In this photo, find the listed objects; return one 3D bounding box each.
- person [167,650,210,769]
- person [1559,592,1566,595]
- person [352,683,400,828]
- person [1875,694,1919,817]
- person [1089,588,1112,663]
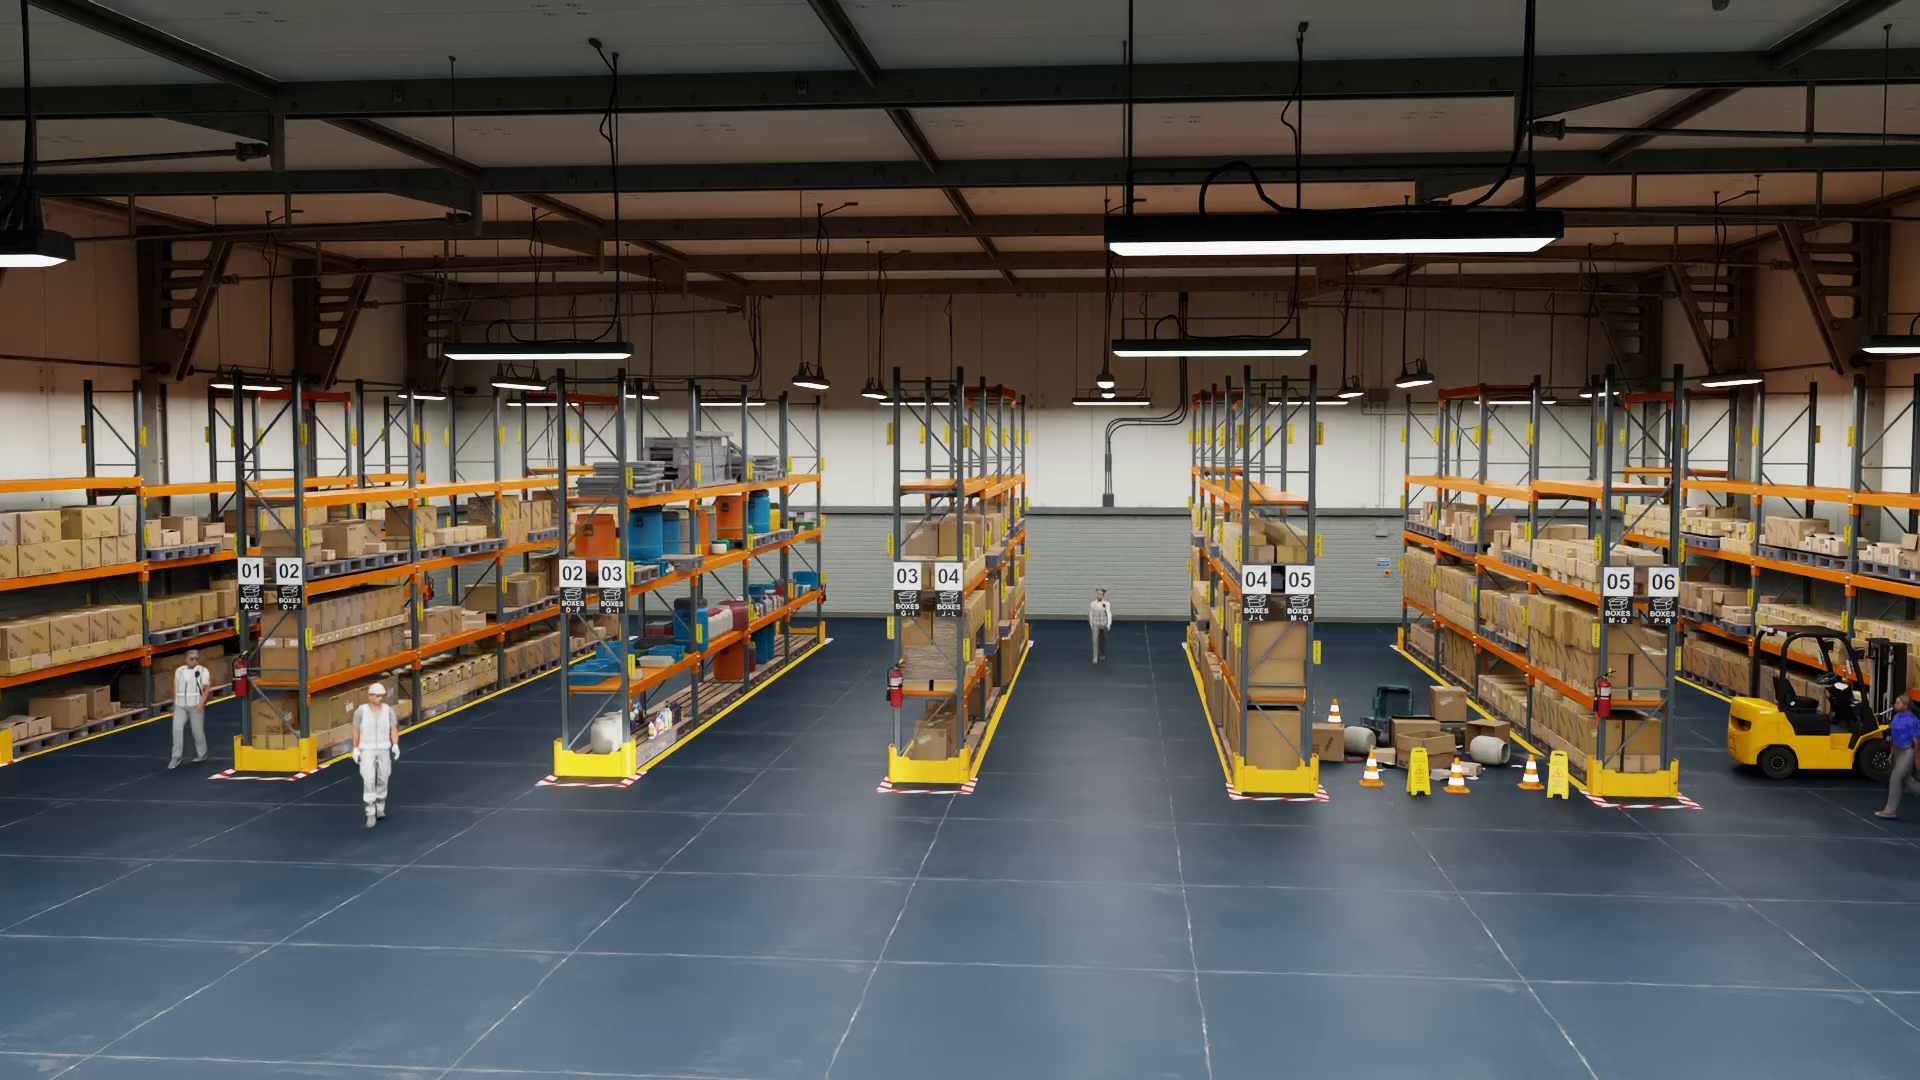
[{"bbox_3d":[-11.798,2.575,25.403,0.561,1.748,0.755,-1,4,-8],"label":"person"},{"bbox_3d":[13.219,1.845,36.407,0.596,1.777,0.426,-2,4,-31],"label":"person"},{"bbox_3d":[-7.573,2.774,21.627,0.559,1.790,0.756,-2,4,-30],"label":"person"},{"bbox_3d":[12.464,2.823,21.847,0.923,1.614,0.470,0,4,-1],"label":"person"},{"bbox_3d":[3.110,1.870,36.778,0.493,1.619,1.022,0,4,4],"label":"person"}]
